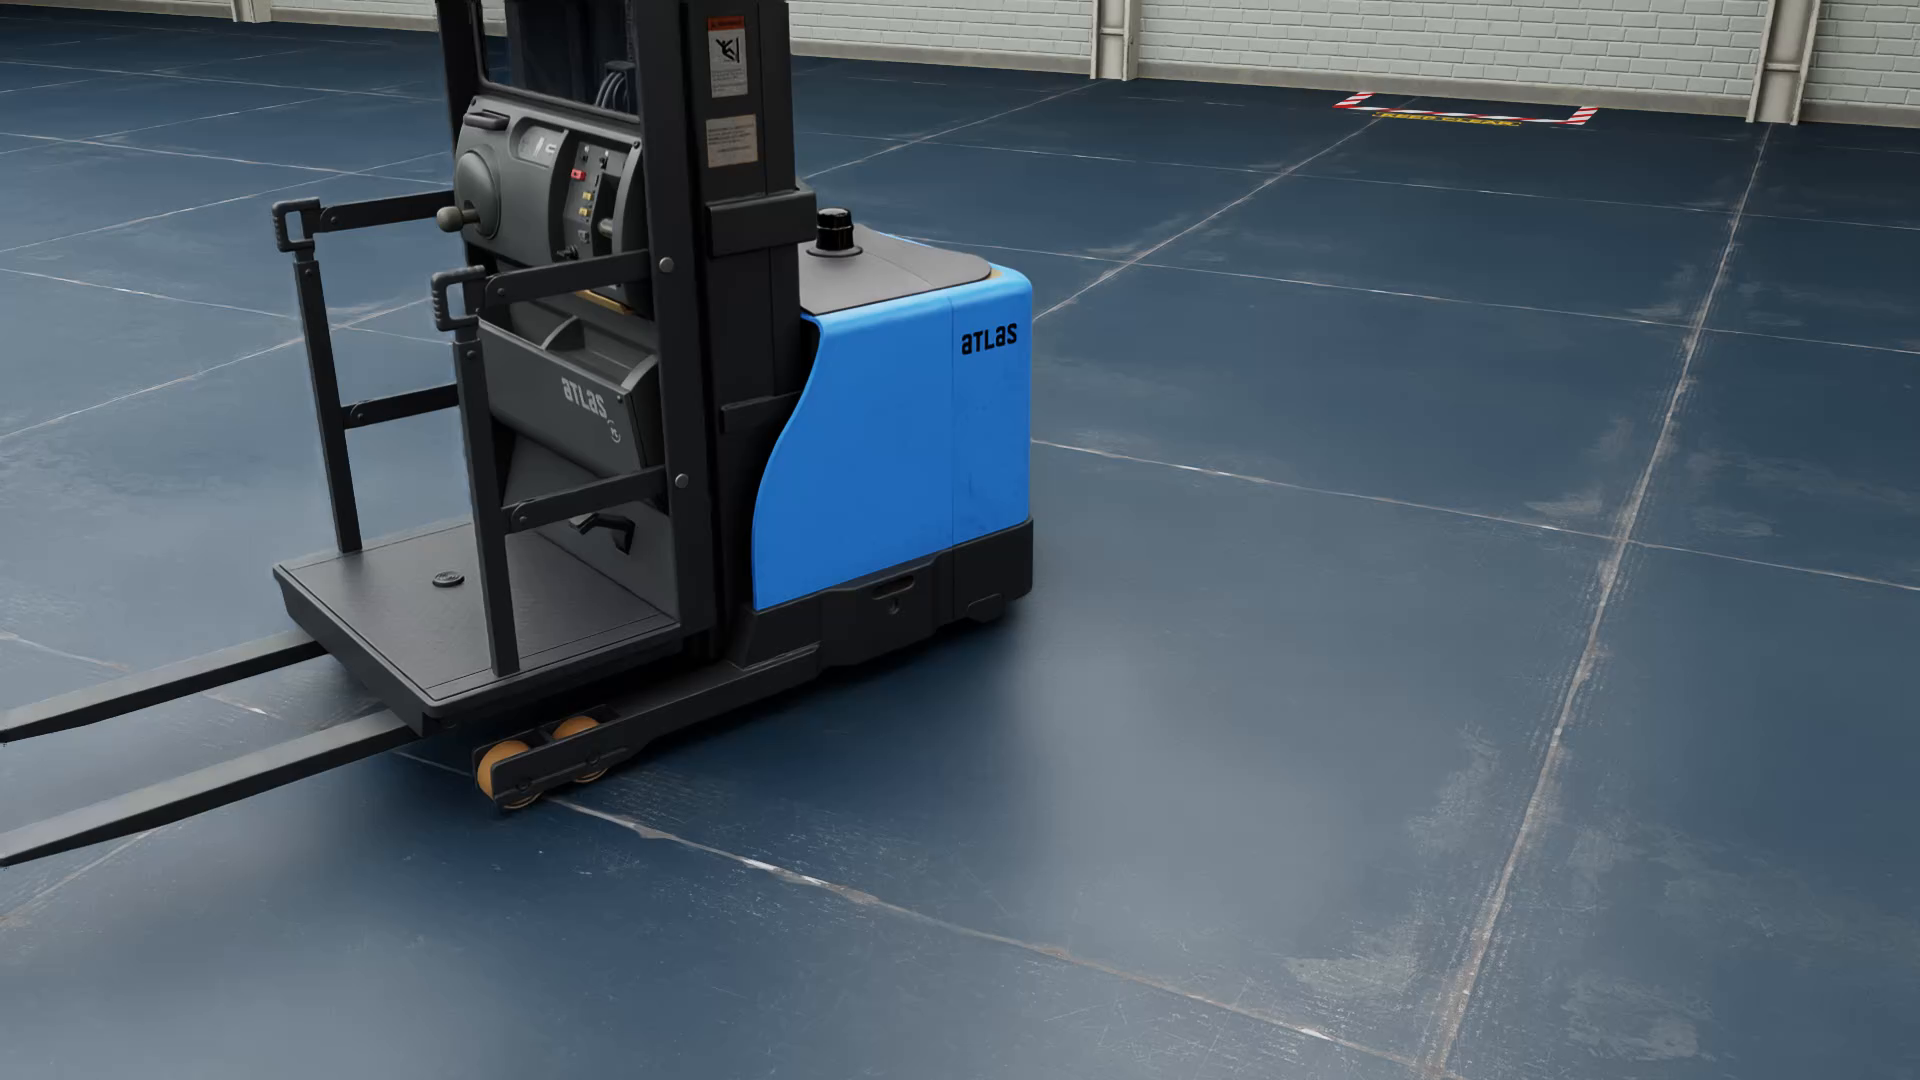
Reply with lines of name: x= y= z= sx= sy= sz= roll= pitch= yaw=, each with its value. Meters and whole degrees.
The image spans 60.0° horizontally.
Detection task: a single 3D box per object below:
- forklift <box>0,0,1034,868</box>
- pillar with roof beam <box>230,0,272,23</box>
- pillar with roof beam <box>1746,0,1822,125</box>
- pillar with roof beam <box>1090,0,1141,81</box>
forklift: x=-1.226 y=-0.908 z=4.140 sx=3.031 sy=2.935 sz=1.130 roll=-18 pitch=29 yaw=-36
pillar with roof beam: x=-11.112 y=-9.372 z=16.288 sx=0.400 sy=9.000 sz=9.100 roll=11 pitch=25 yaw=25
pillar with roof beam: x=4.952 y=-6.193 z=8.814 sx=0.400 sy=9.000 sz=9.100 roll=11 pitch=25 yaw=25
pillar with roof beam: x=-0.403 y=-7.253 z=11.306 sx=0.400 sy=9.000 sz=9.100 roll=11 pitch=25 yaw=25
